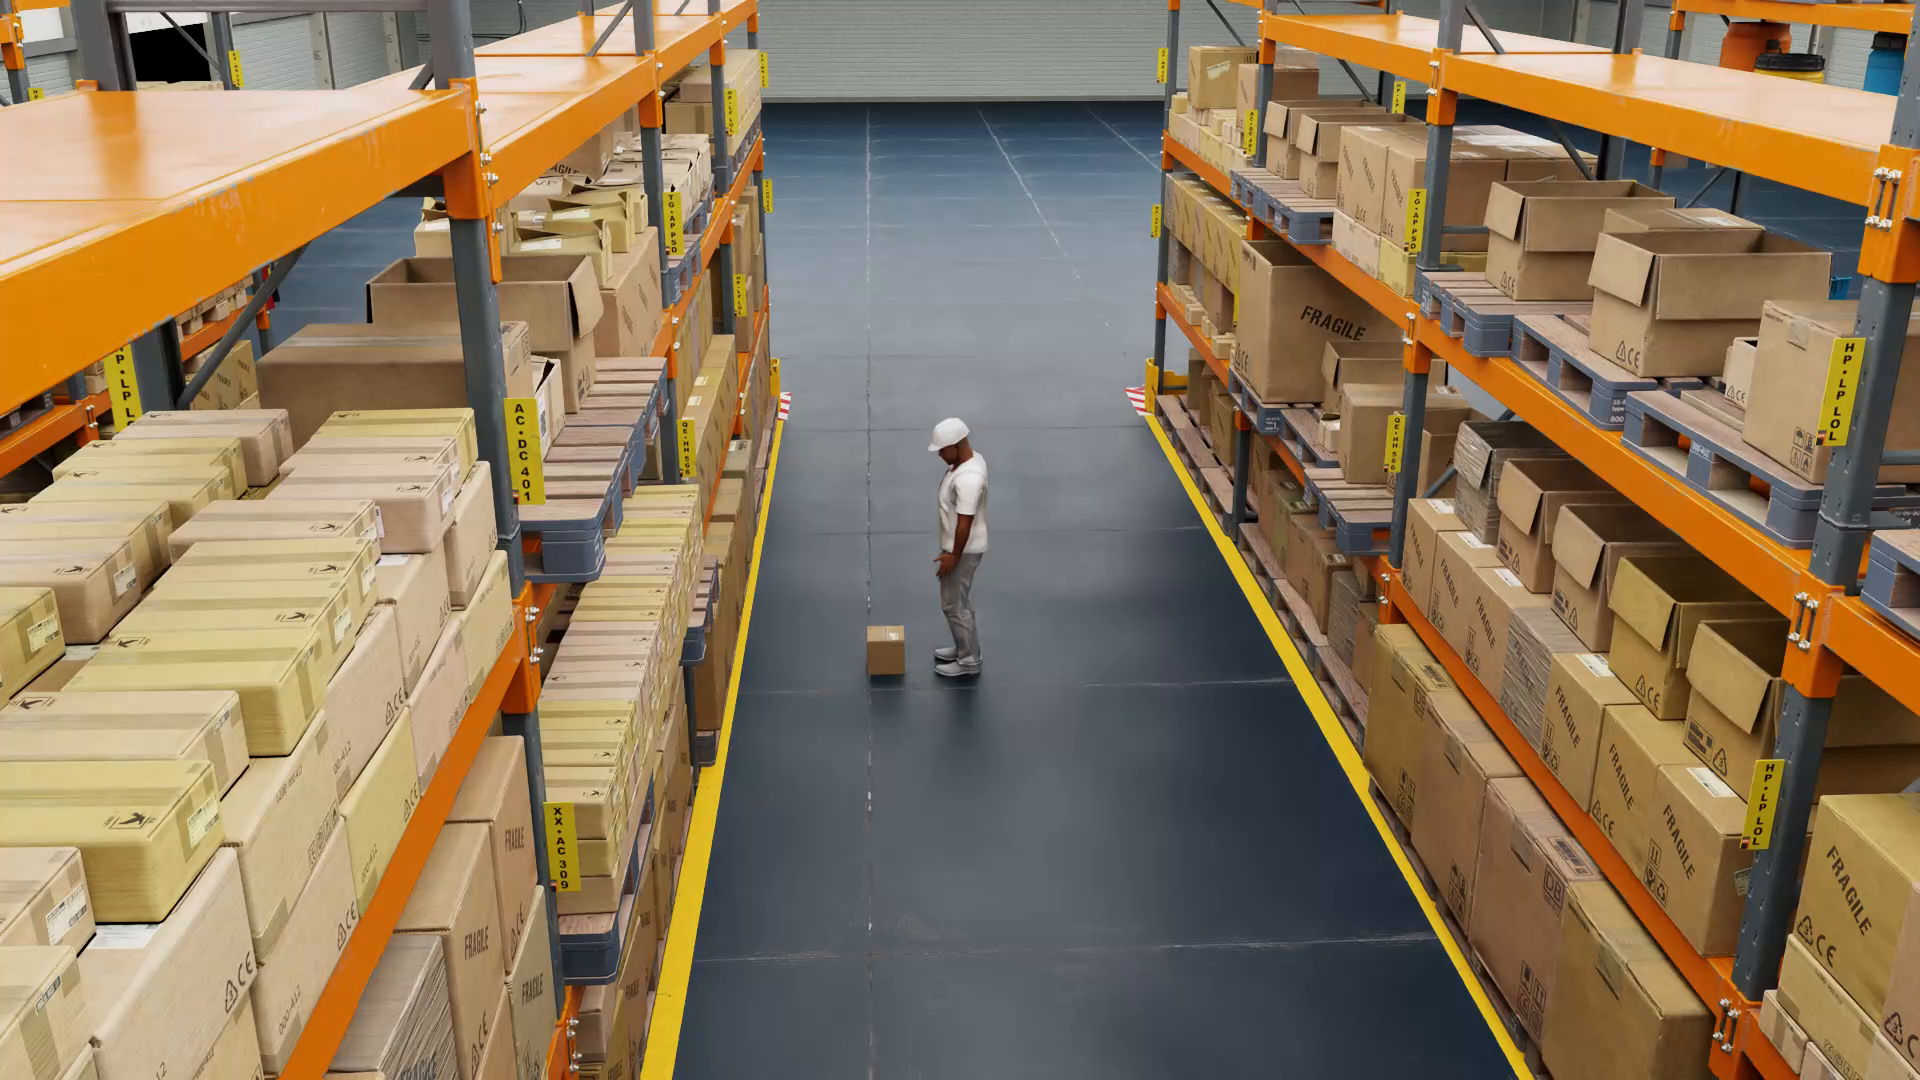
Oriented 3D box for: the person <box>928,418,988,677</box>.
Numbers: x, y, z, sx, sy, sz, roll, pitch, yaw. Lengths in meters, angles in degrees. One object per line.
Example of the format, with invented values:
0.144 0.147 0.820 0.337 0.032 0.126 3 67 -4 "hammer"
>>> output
-0.010 0.040 10.959 0.390 1.747 0.575 -1 20 -2 "person"
